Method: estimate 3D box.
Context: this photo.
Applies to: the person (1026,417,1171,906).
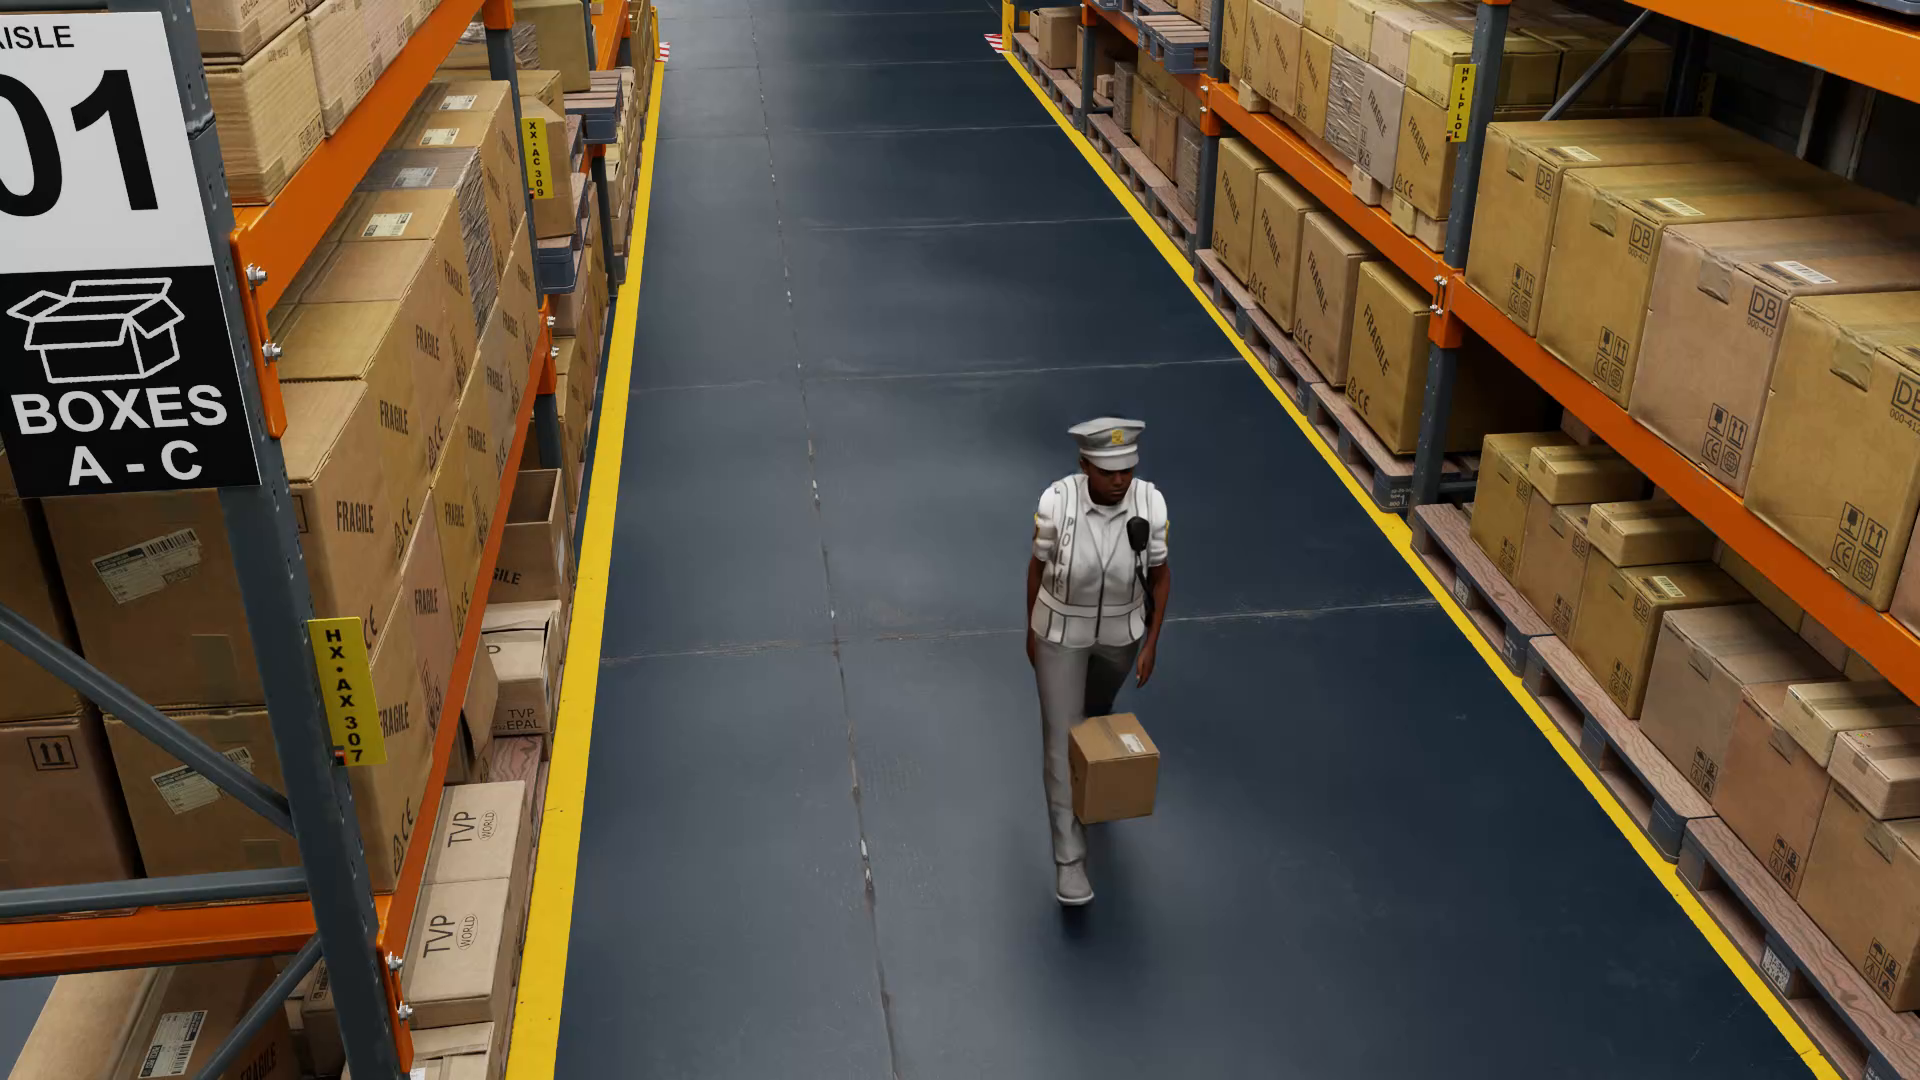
[{"bbox_3d":[0.468,0.322,5.495,0.462,1.607,1.023,-4,28,-8],"label":"person"}]
